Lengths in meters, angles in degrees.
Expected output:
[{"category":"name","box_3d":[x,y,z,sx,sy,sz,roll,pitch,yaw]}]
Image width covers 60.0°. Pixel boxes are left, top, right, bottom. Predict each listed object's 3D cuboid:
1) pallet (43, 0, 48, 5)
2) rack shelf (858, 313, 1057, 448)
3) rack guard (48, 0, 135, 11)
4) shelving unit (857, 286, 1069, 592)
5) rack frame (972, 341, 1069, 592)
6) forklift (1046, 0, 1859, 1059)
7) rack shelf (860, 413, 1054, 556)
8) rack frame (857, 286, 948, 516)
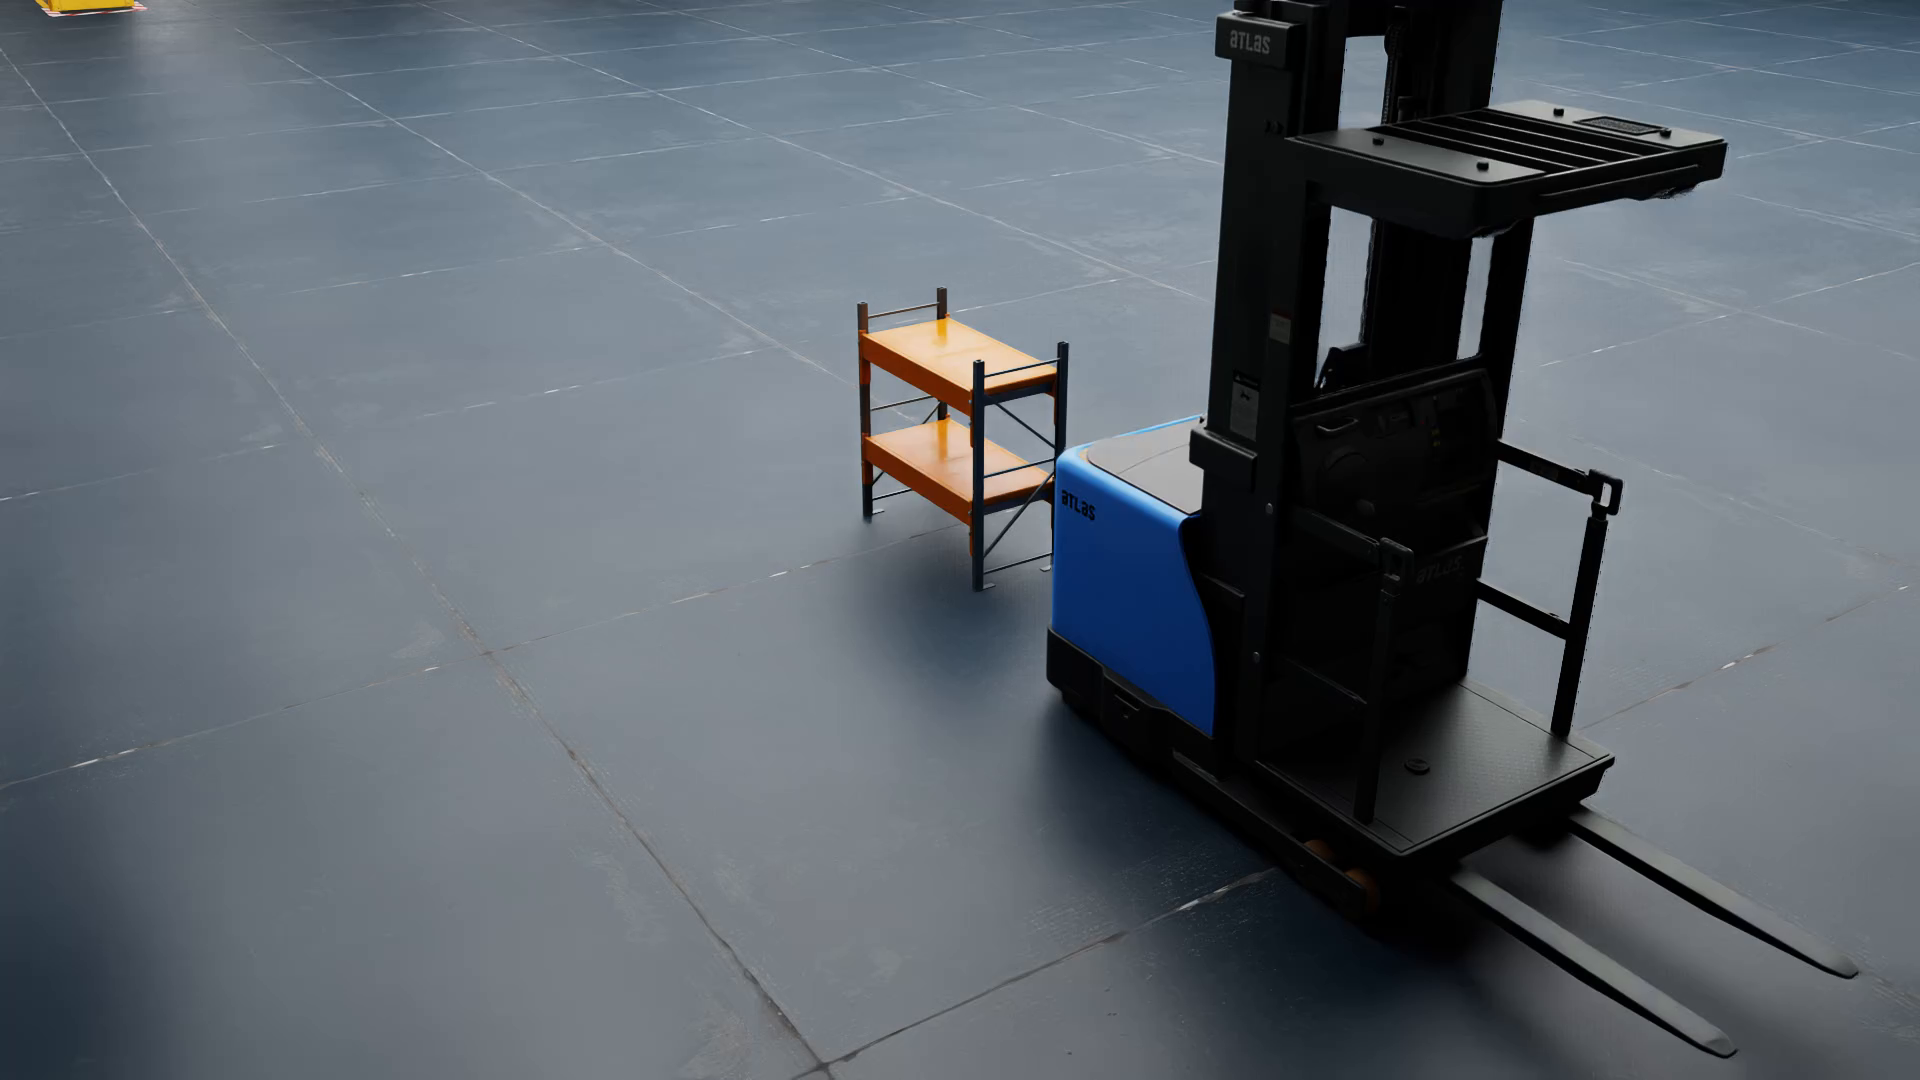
[{"category":"pallet","box_3d":[-13.850,-8.585,26.188,1.003,0.211,1.213,-16,29,-30]},{"category":"rack shelf","box_3d":[-0.004,-0.776,7.890,0.538,0.278,1.000,-16,29,-30]},{"category":"rack guard","box_3d":[-13.384,-8.443,25.550,1.175,0.500,0.348,-16,29,-30]},{"category":"shelving unit","box_3d":[-0.004,-0.511,8.015,0.538,1.125,1.048,-16,29,-30]},{"category":"rack frame","box_3d":[0.274,-0.329,7.630,0.500,1.125,0.032,-16,29,-30]},{"category":"forklift","box_3d":[1.588,-0.291,5.433,1.130,2.935,3.031,-16,30,-30]},{"category":"rack shelf","box_3d":[-0.004,-0.290,8.119,0.538,0.278,1.000,-16,29,-30]},{"category":"rack frame","box_3d":[-0.281,-0.693,8.400,0.500,1.125,0.032,-16,29,-30]}]
